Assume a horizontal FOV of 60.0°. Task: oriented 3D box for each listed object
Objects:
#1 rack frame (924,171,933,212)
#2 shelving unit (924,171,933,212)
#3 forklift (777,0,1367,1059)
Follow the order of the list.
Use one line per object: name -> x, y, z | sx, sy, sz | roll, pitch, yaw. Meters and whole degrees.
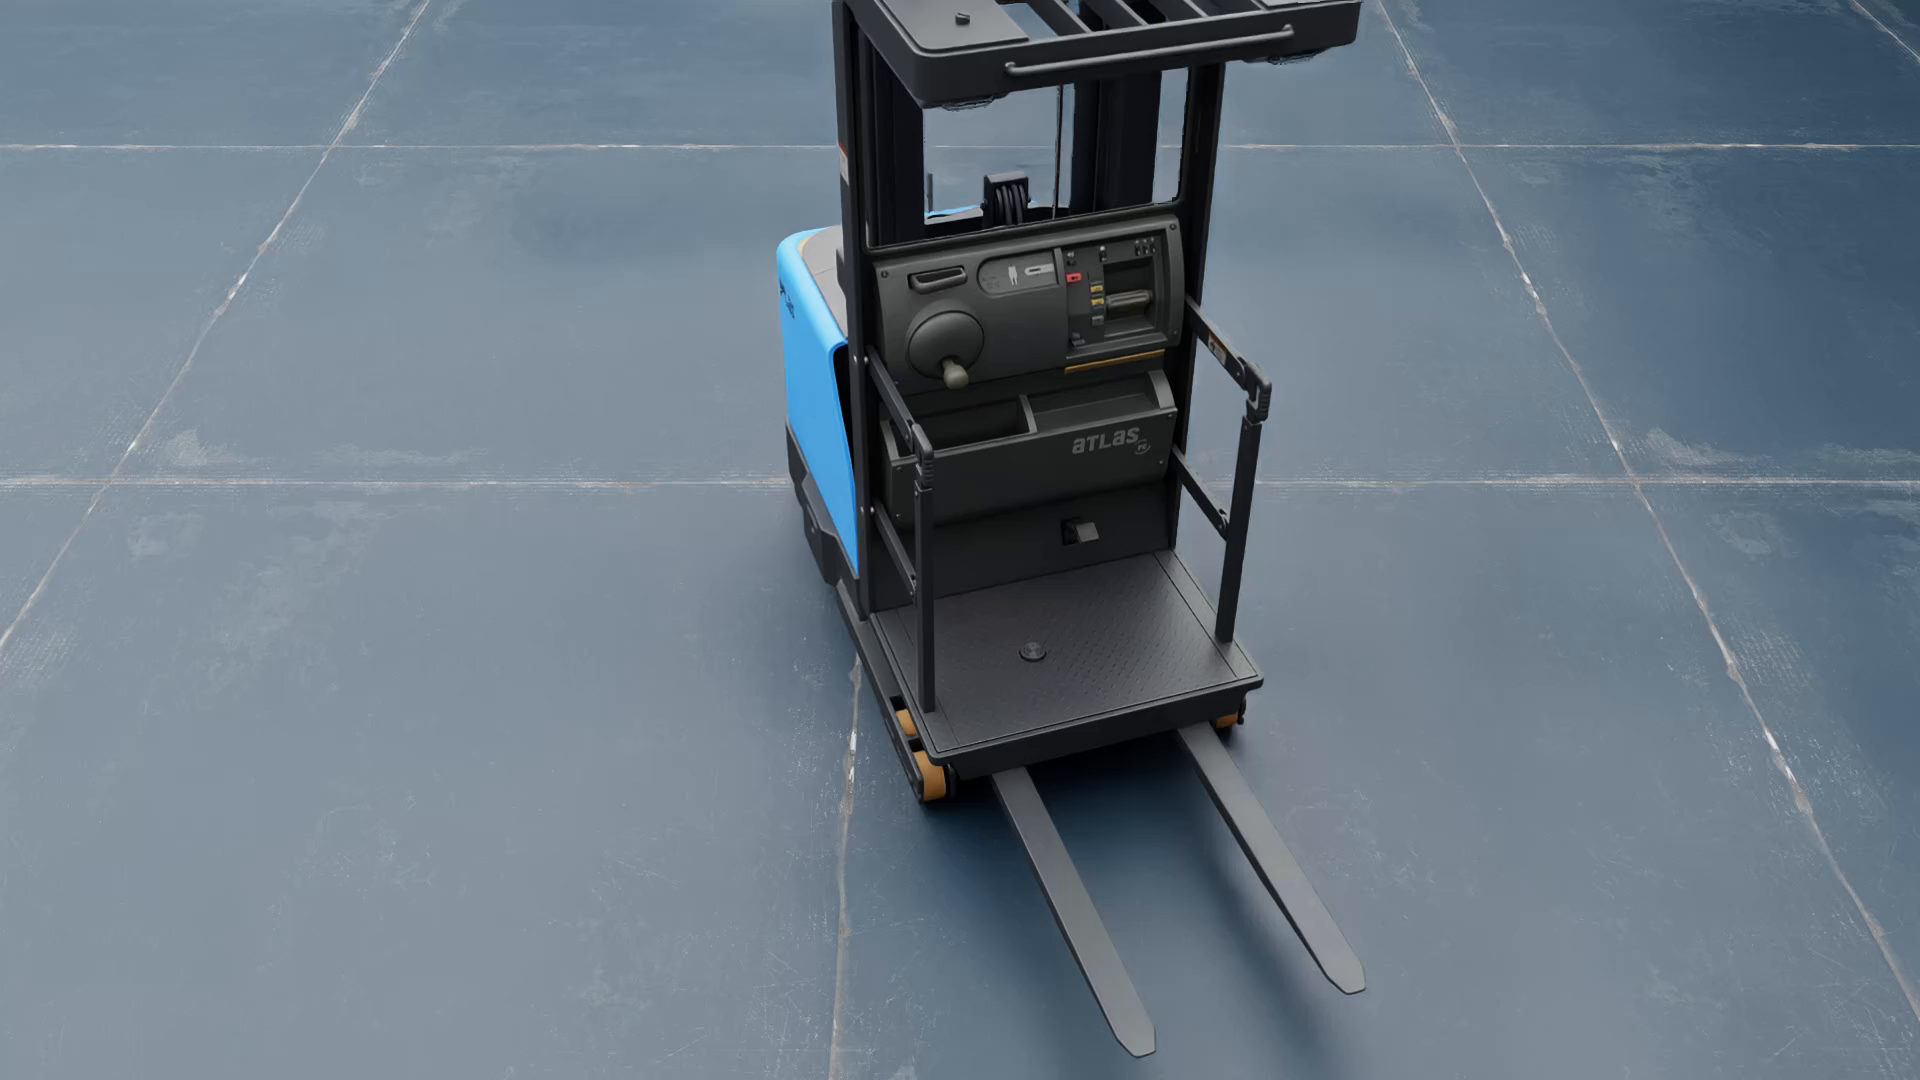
rack frame -> -0.214, -0.836, 6.334 | 0.240, 1.200, 0.006 | -12, 40, -14
shelving unit -> -0.243, -0.890, 6.402 | 0.258, 1.200, 0.189 | -12, 40, -14
forklift -> 0.284, -0.612, 4.669 | 1.130, 2.935, 3.031 | -12, 40, -14
